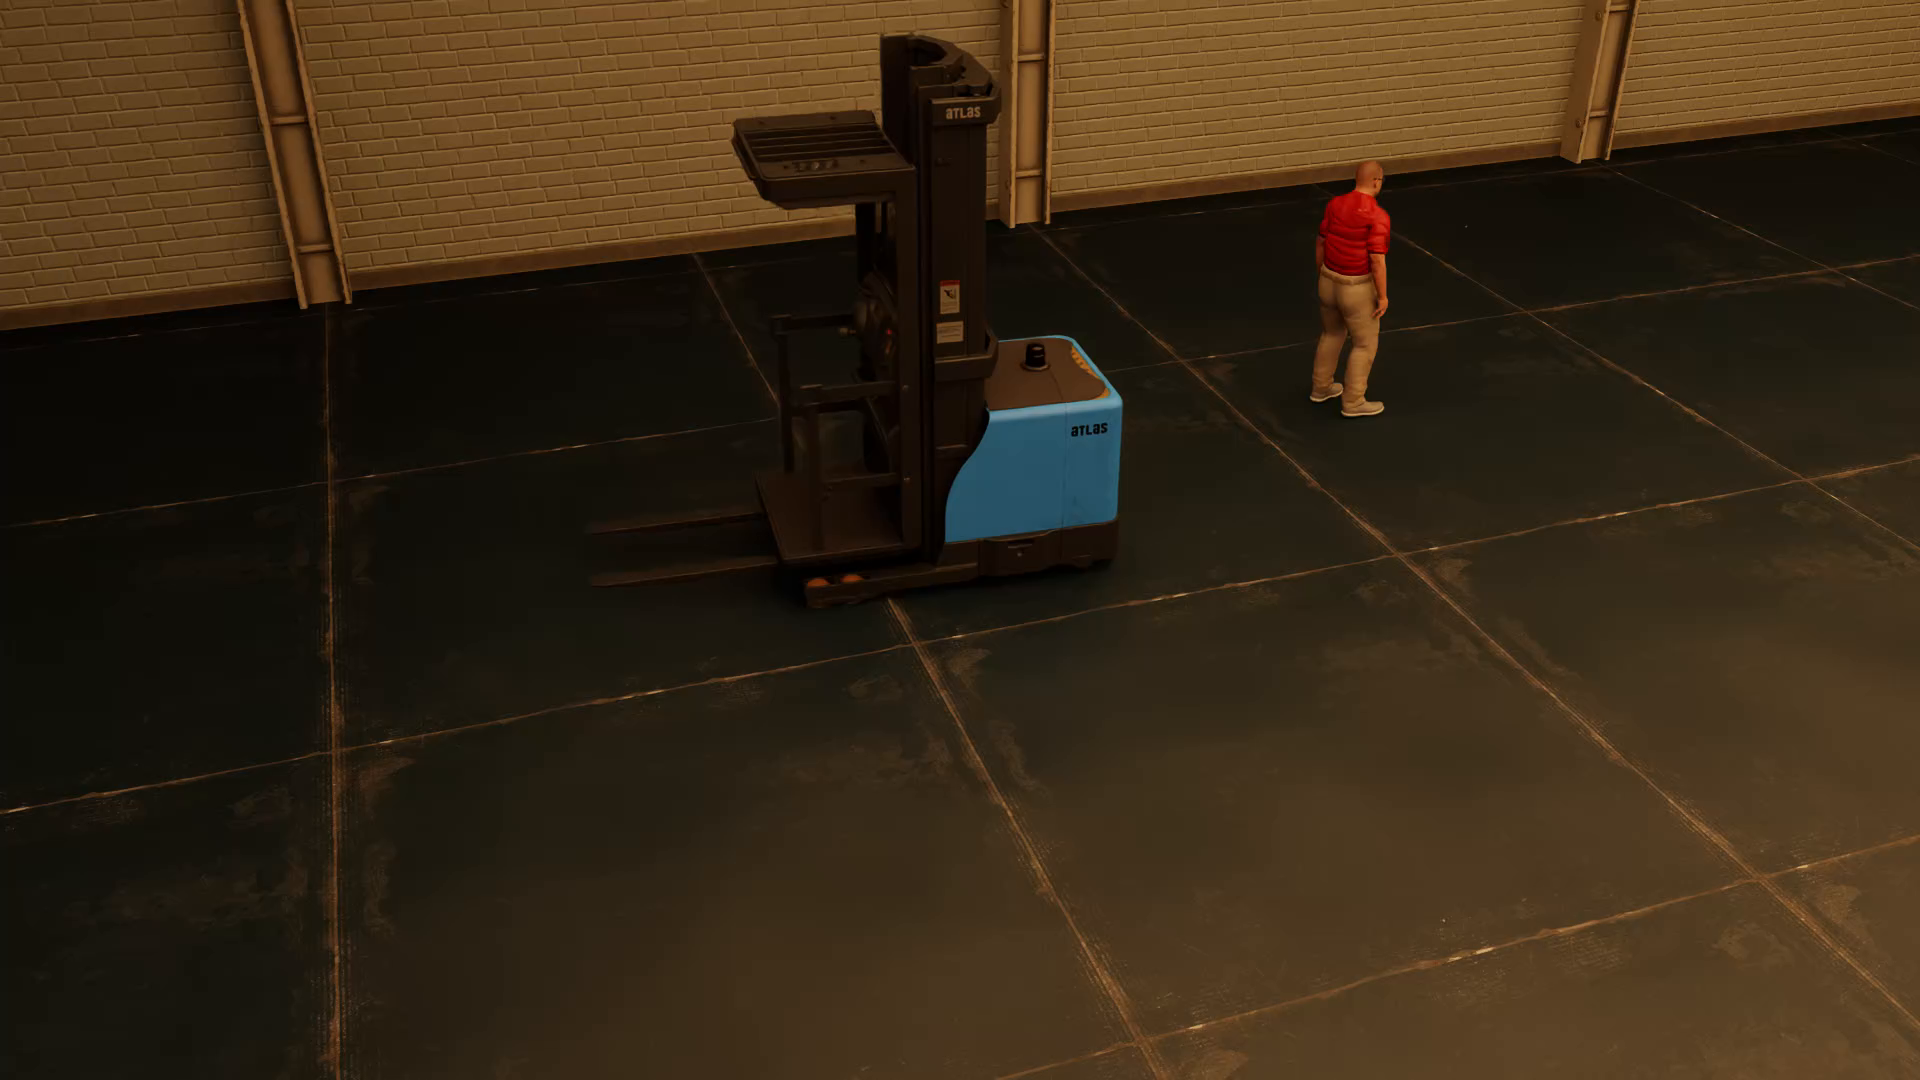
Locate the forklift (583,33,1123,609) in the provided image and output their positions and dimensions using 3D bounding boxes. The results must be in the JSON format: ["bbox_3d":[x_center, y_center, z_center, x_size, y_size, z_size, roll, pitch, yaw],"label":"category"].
[{"bbox_3d":[-0.651,-1.174,9.128,3.031,2.935,1.130,-7,31,-13],"label":"forklift"}]

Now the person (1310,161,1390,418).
[{"bbox_3d":[2.650,-1.701,11.252,0.396,1.725,0.585,-20,36,-31],"label":"person"}]
